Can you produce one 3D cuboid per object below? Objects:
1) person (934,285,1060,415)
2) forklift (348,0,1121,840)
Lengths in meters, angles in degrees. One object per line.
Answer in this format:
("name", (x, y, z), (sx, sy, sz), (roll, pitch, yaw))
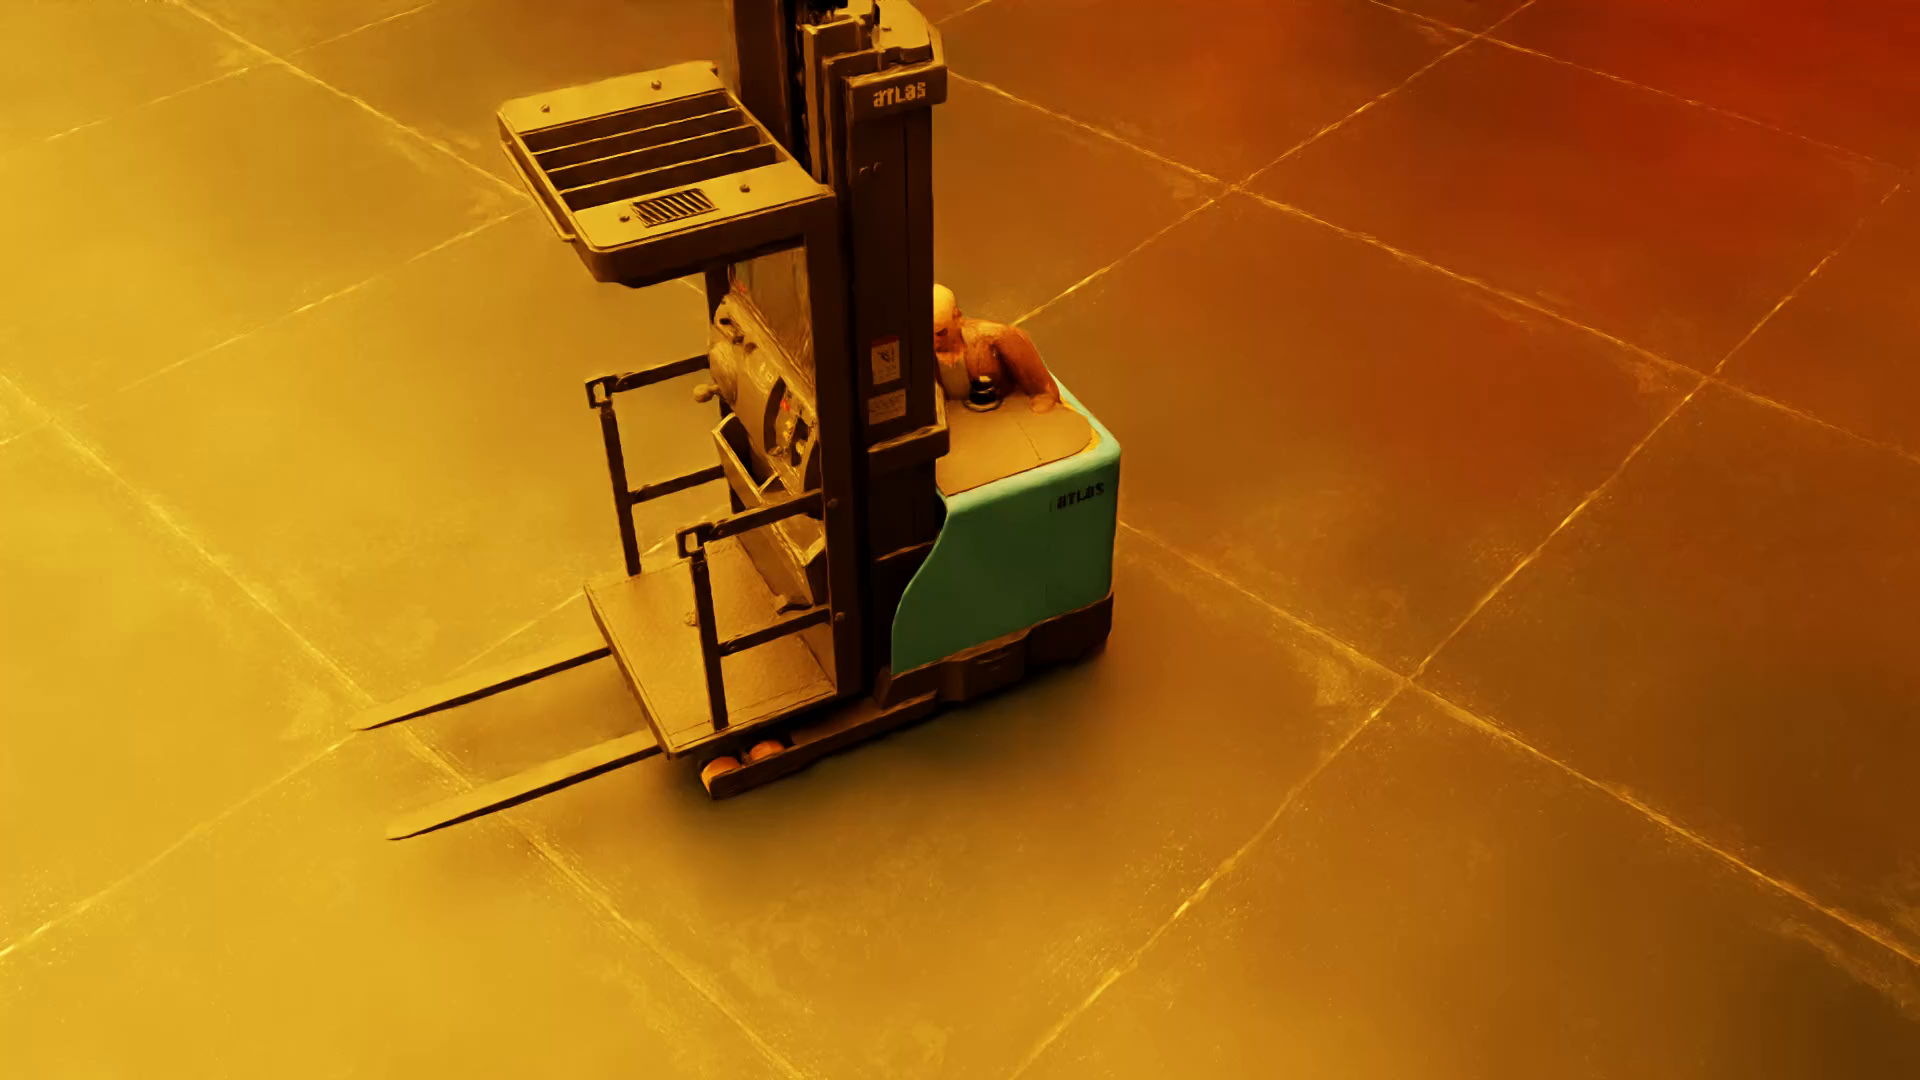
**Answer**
("person", (-0.058, -0.302, 6.681), (0.868, 1.414, 0.798), (5, 41, 5))
("forklift", (-0.902, -0.499, 6.010), (3.031, 2.935, 1.130), (-19, 44, -21))
